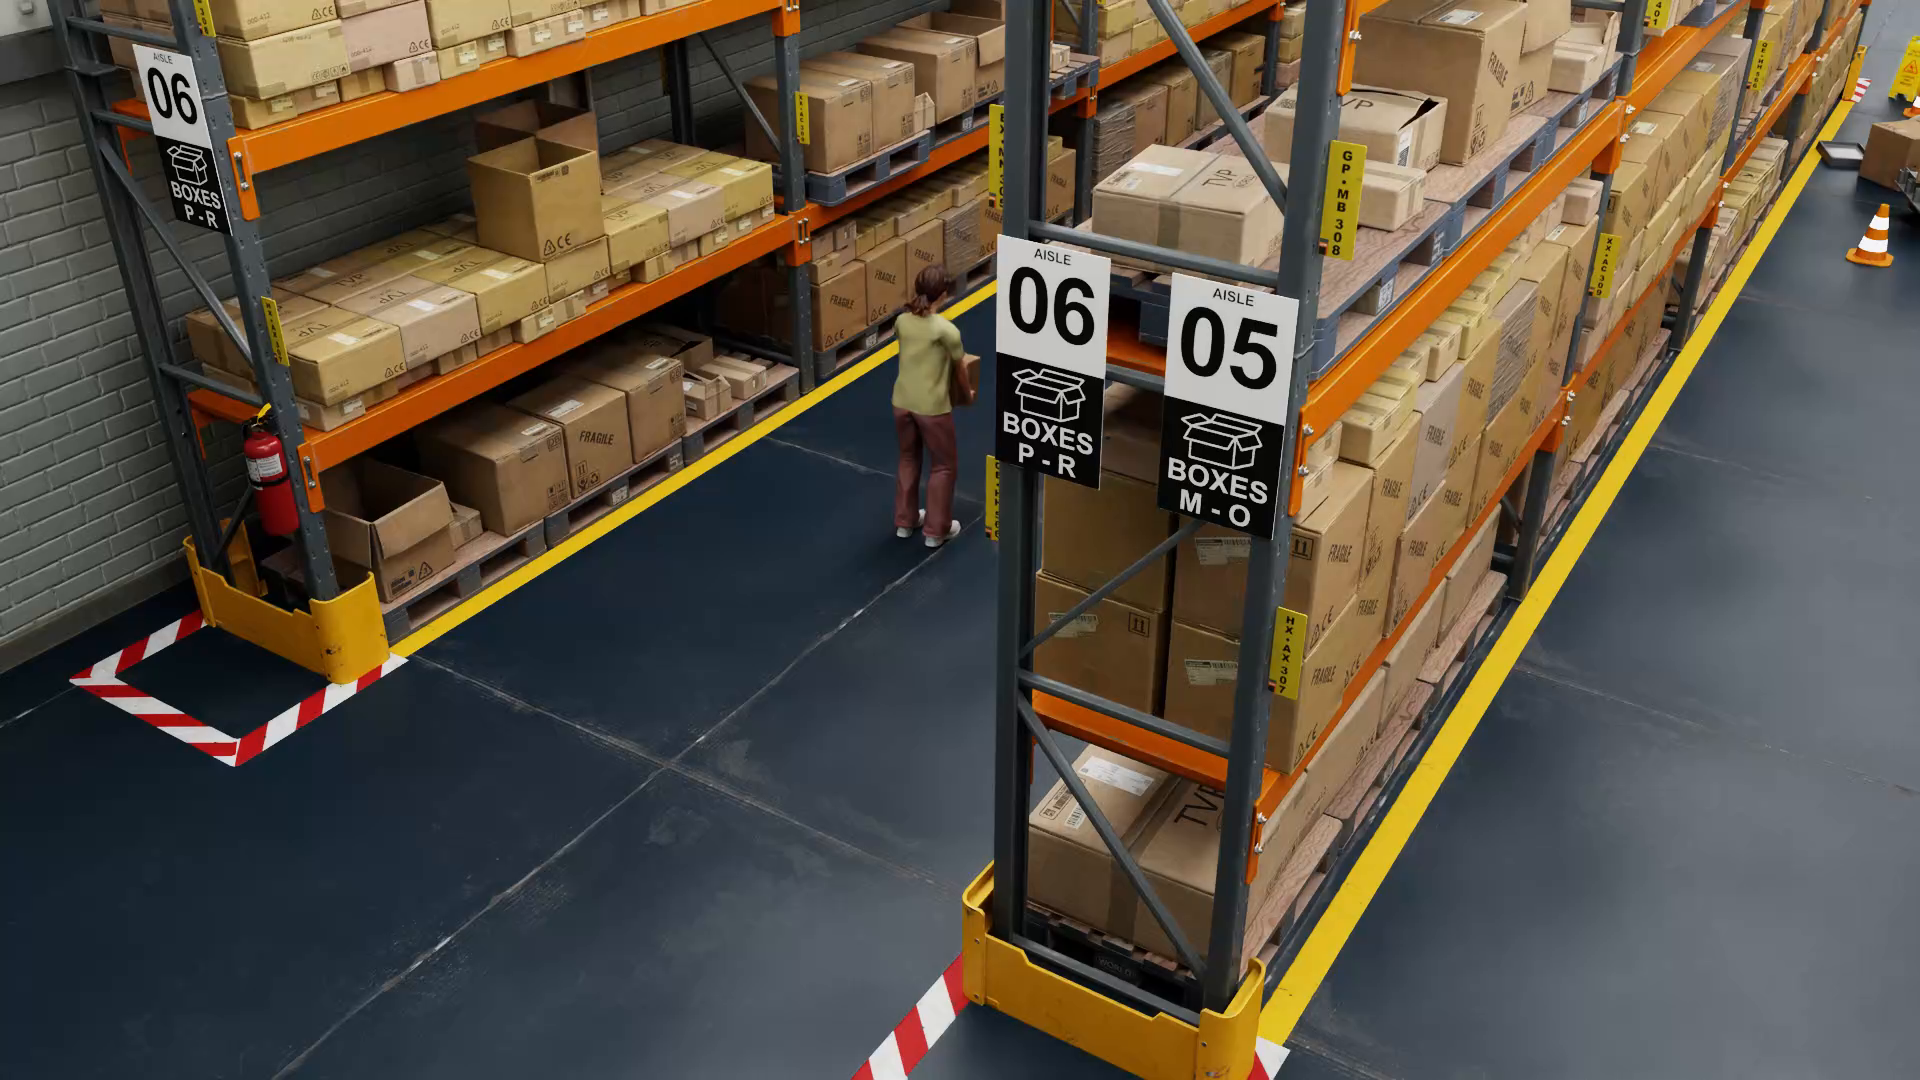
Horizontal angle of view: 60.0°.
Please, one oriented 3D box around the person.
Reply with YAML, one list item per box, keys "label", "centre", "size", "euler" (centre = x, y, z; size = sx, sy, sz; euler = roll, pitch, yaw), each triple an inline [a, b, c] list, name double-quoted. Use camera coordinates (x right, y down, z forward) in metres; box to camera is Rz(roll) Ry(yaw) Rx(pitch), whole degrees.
- label: "person"
  centre: [-0.162, -0.786, 9.539]
  size: [0.407, 1.656, 0.520]
  euler: [17, 35, 26]
